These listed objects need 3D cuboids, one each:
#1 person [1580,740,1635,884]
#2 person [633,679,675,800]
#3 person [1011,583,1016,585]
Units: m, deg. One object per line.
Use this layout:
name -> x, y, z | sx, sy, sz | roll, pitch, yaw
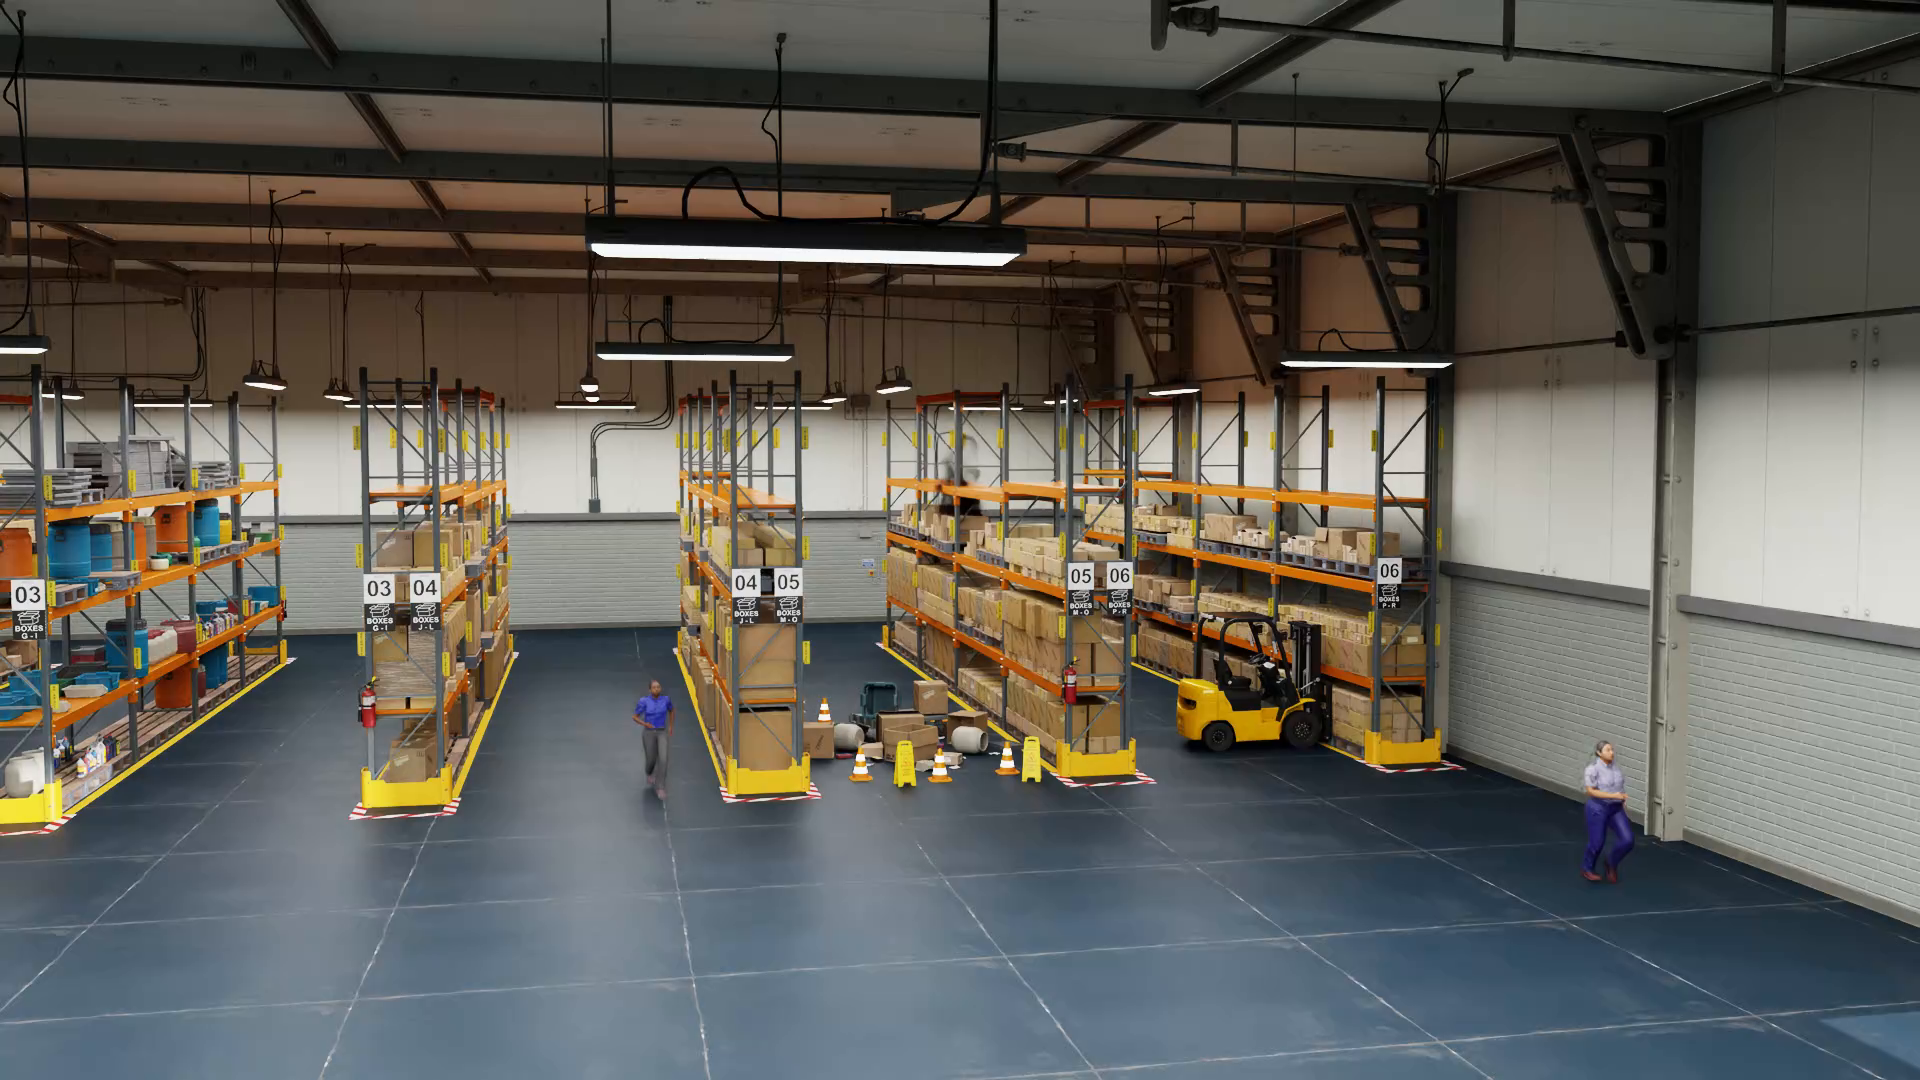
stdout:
person -> 7.293, 3.076, 18.722 | 0.582, 1.620, 0.652 | -1, 4, -20
person -> -4.326, 2.789, 23.573 | 0.616, 1.661, 0.847 | -1, 4, -20
person -> 1.179, 1.866, 37.559 | 0.647, 1.812, 0.837 | -1, 4, -15
